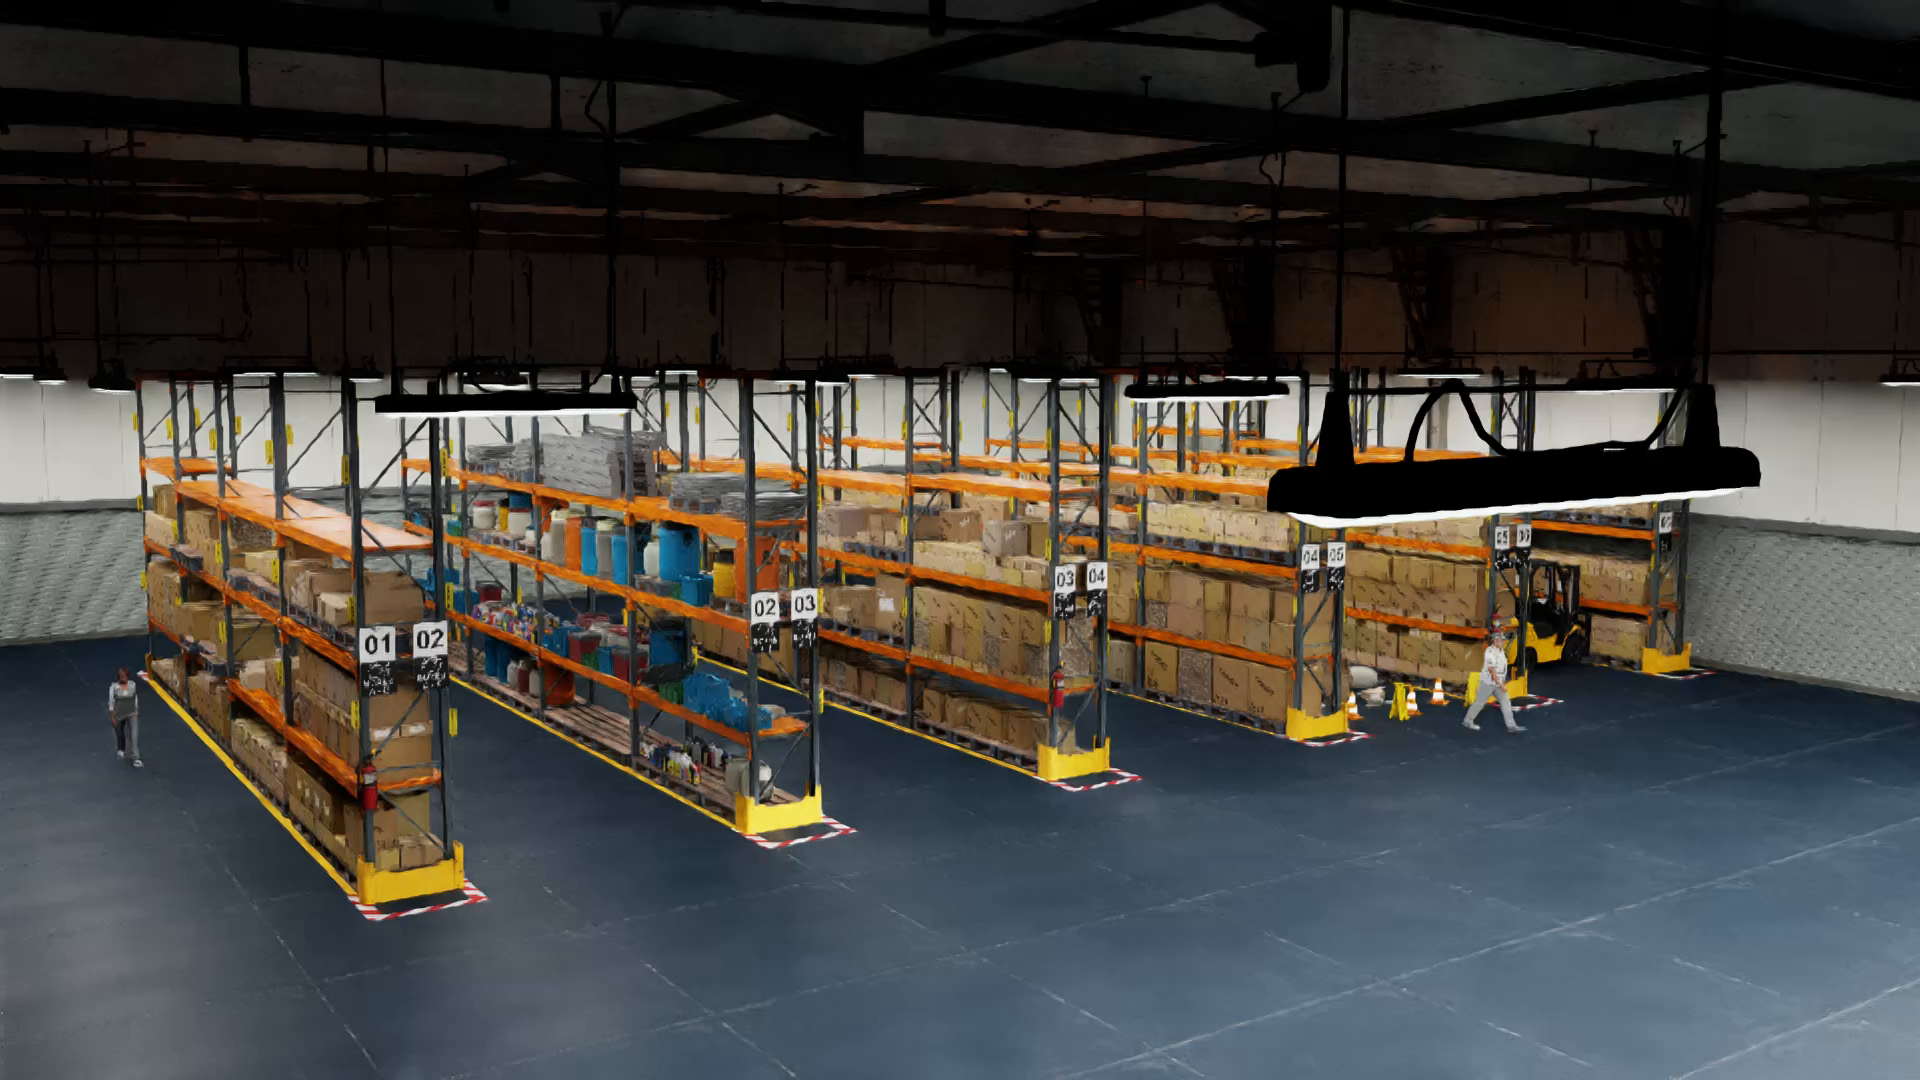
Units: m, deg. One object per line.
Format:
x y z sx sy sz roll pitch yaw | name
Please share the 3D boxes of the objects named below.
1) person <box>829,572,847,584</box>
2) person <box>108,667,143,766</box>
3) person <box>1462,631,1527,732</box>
-2.661 1.431 36.408 0.491 1.590 1.001 -4 8 -35 | person
-12.838 2.685 25.541 0.417 1.517 1.036 -4 8 -31 | person
8.914 2.345 27.713 0.536 1.702 1.036 -6 9 -41 | person
